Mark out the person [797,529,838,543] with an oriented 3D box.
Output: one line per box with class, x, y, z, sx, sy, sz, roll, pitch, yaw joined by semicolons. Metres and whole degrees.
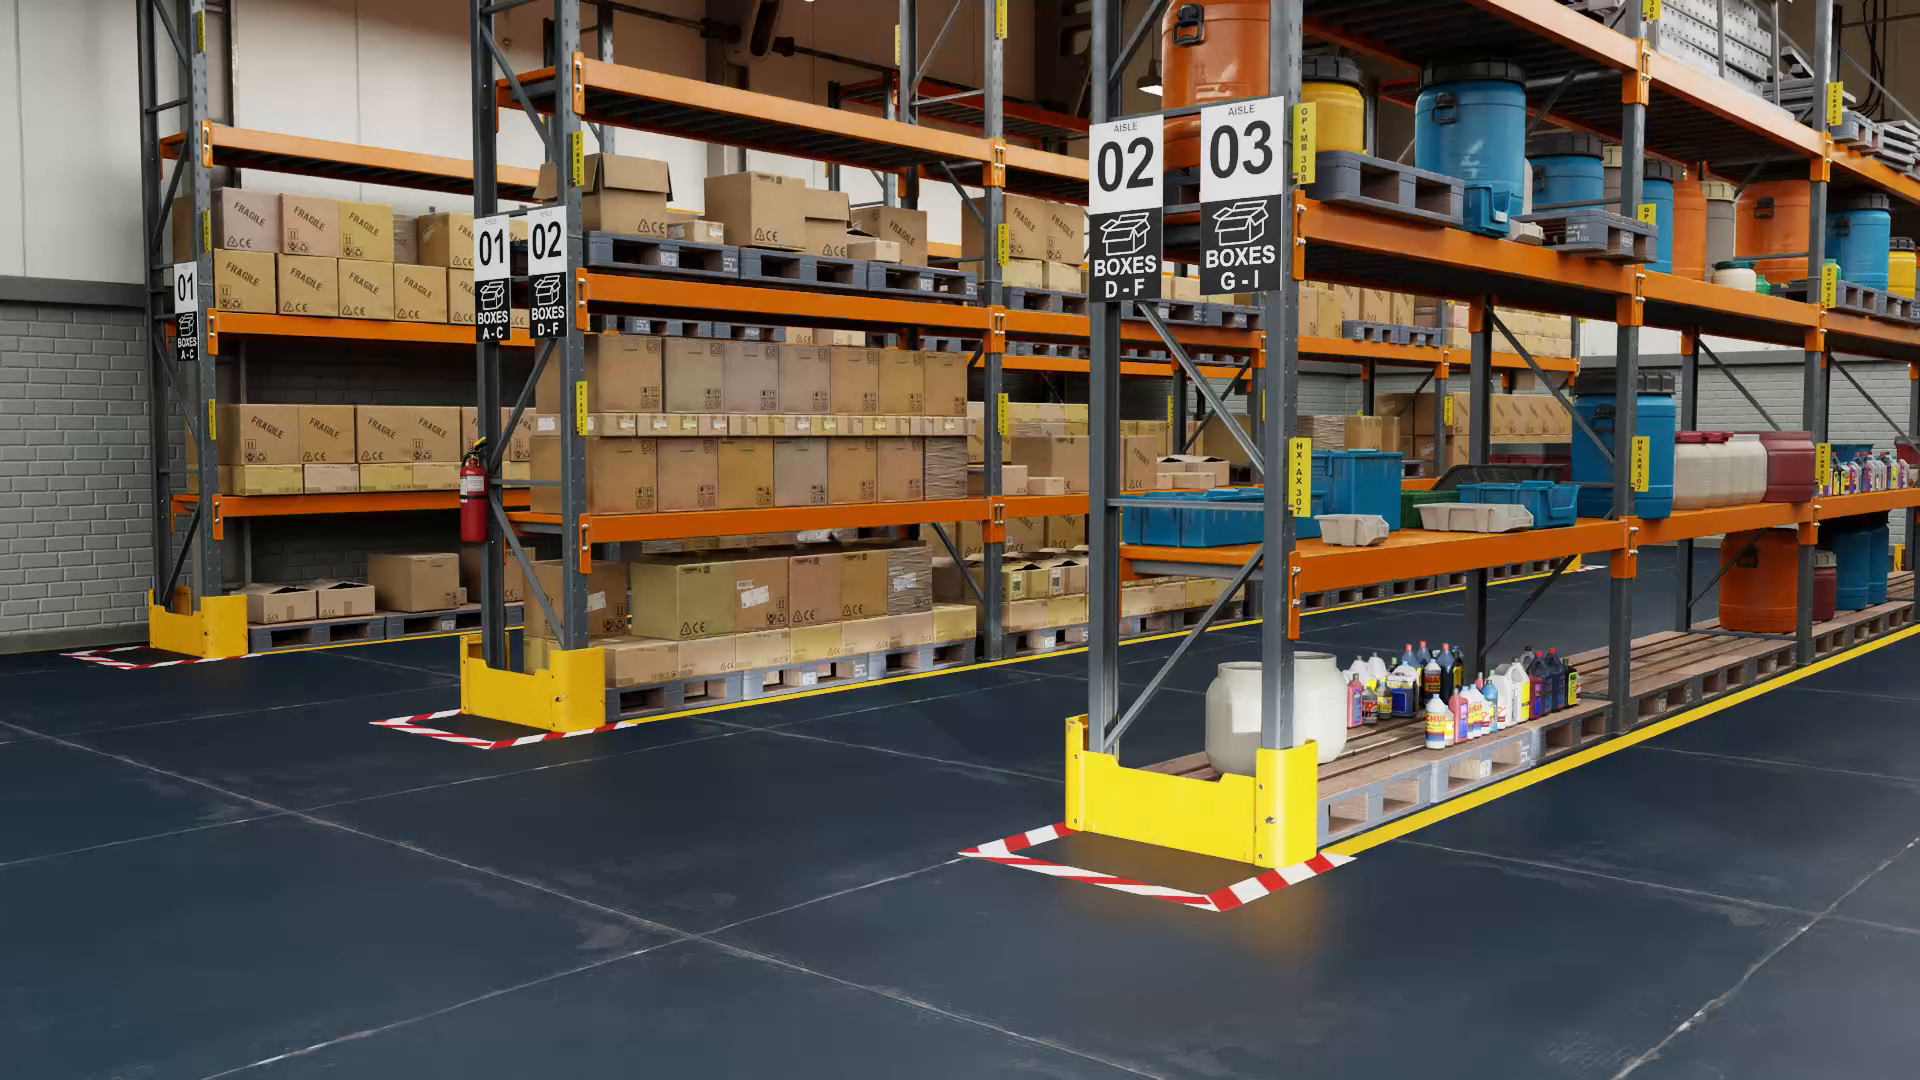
person;-1.305;0.043;14.488;0.519;1.671;0.866;3;5;42
